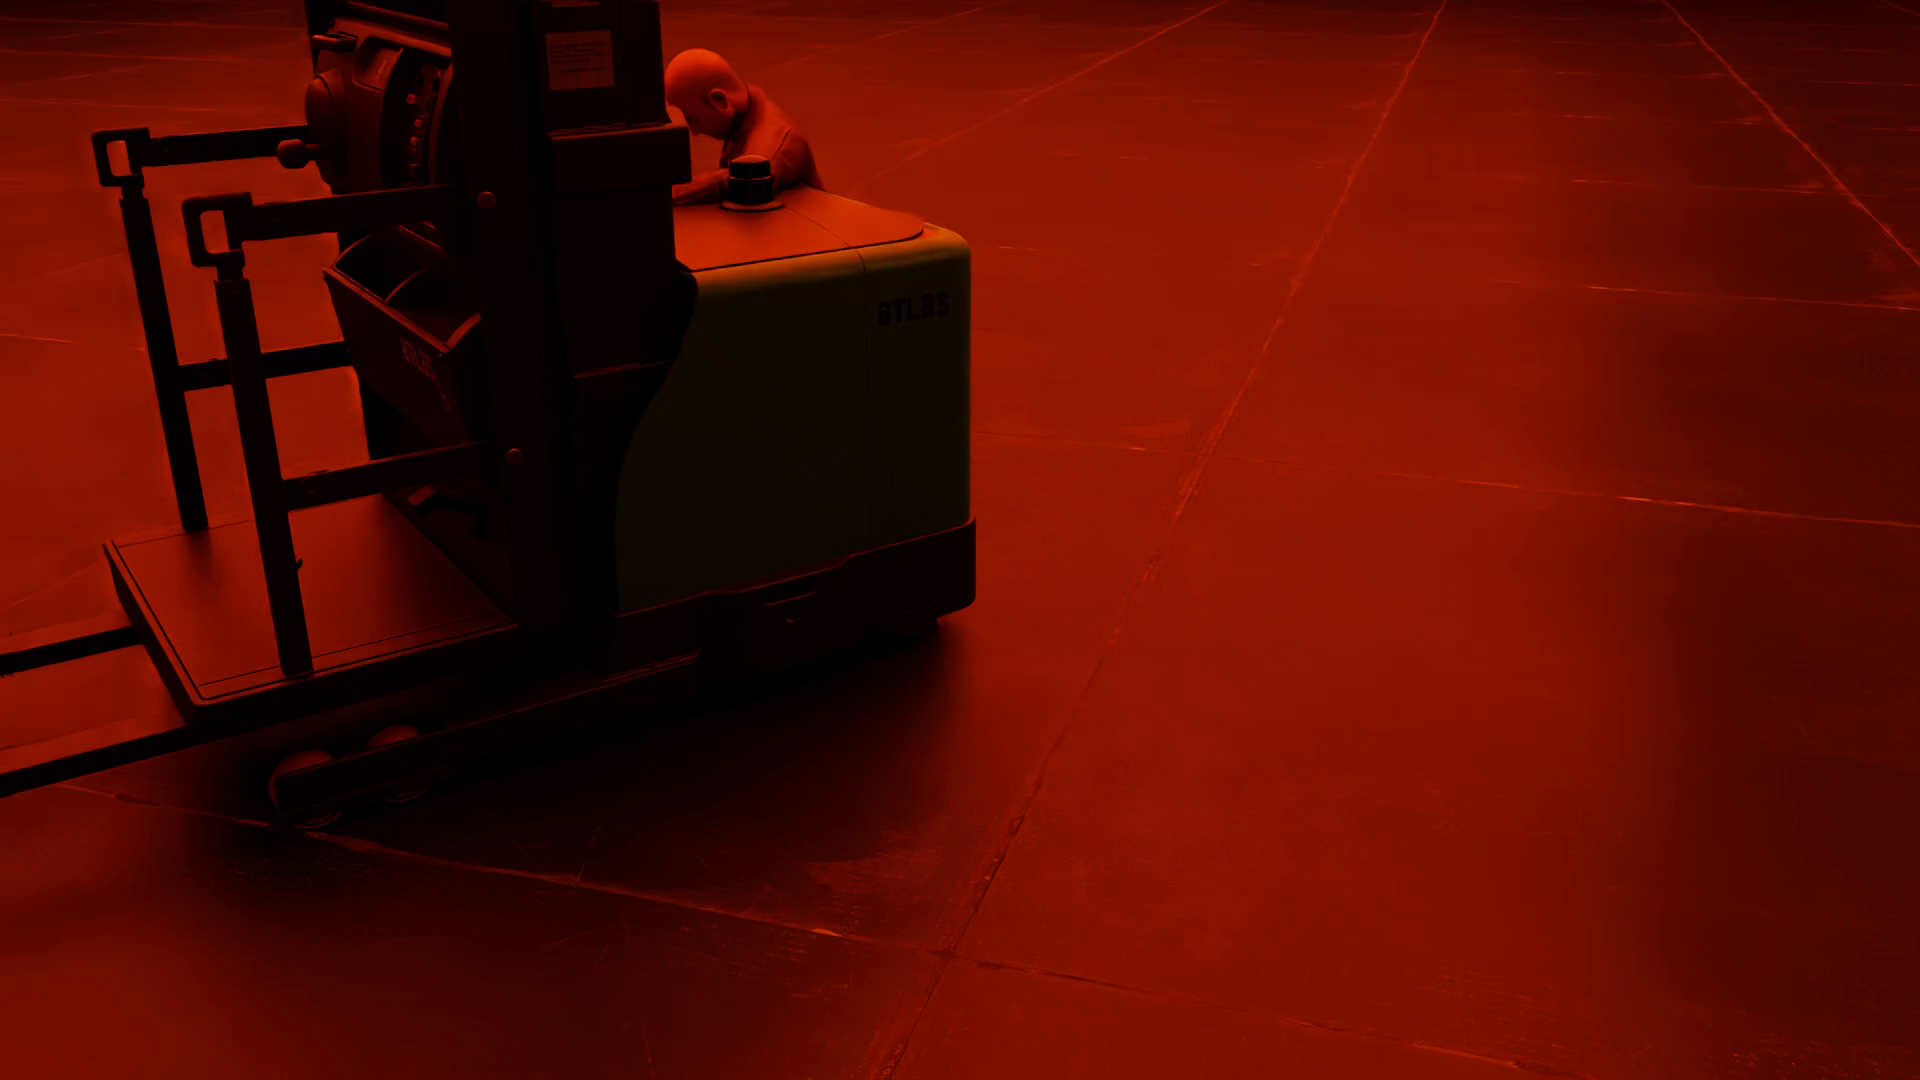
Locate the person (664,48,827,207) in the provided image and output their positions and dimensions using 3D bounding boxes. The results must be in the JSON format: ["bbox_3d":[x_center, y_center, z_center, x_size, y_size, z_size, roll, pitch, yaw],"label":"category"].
[{"bbox_3d":[-0.714,-0.685,4.932,1.007,1.441,1.240,0,22,-1],"label":"person"}]

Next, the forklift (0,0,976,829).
[{"bbox_3d":[-1.460,-0.958,3.601,3.031,2.935,1.130,-15,27,-32],"label":"forklift"}]
